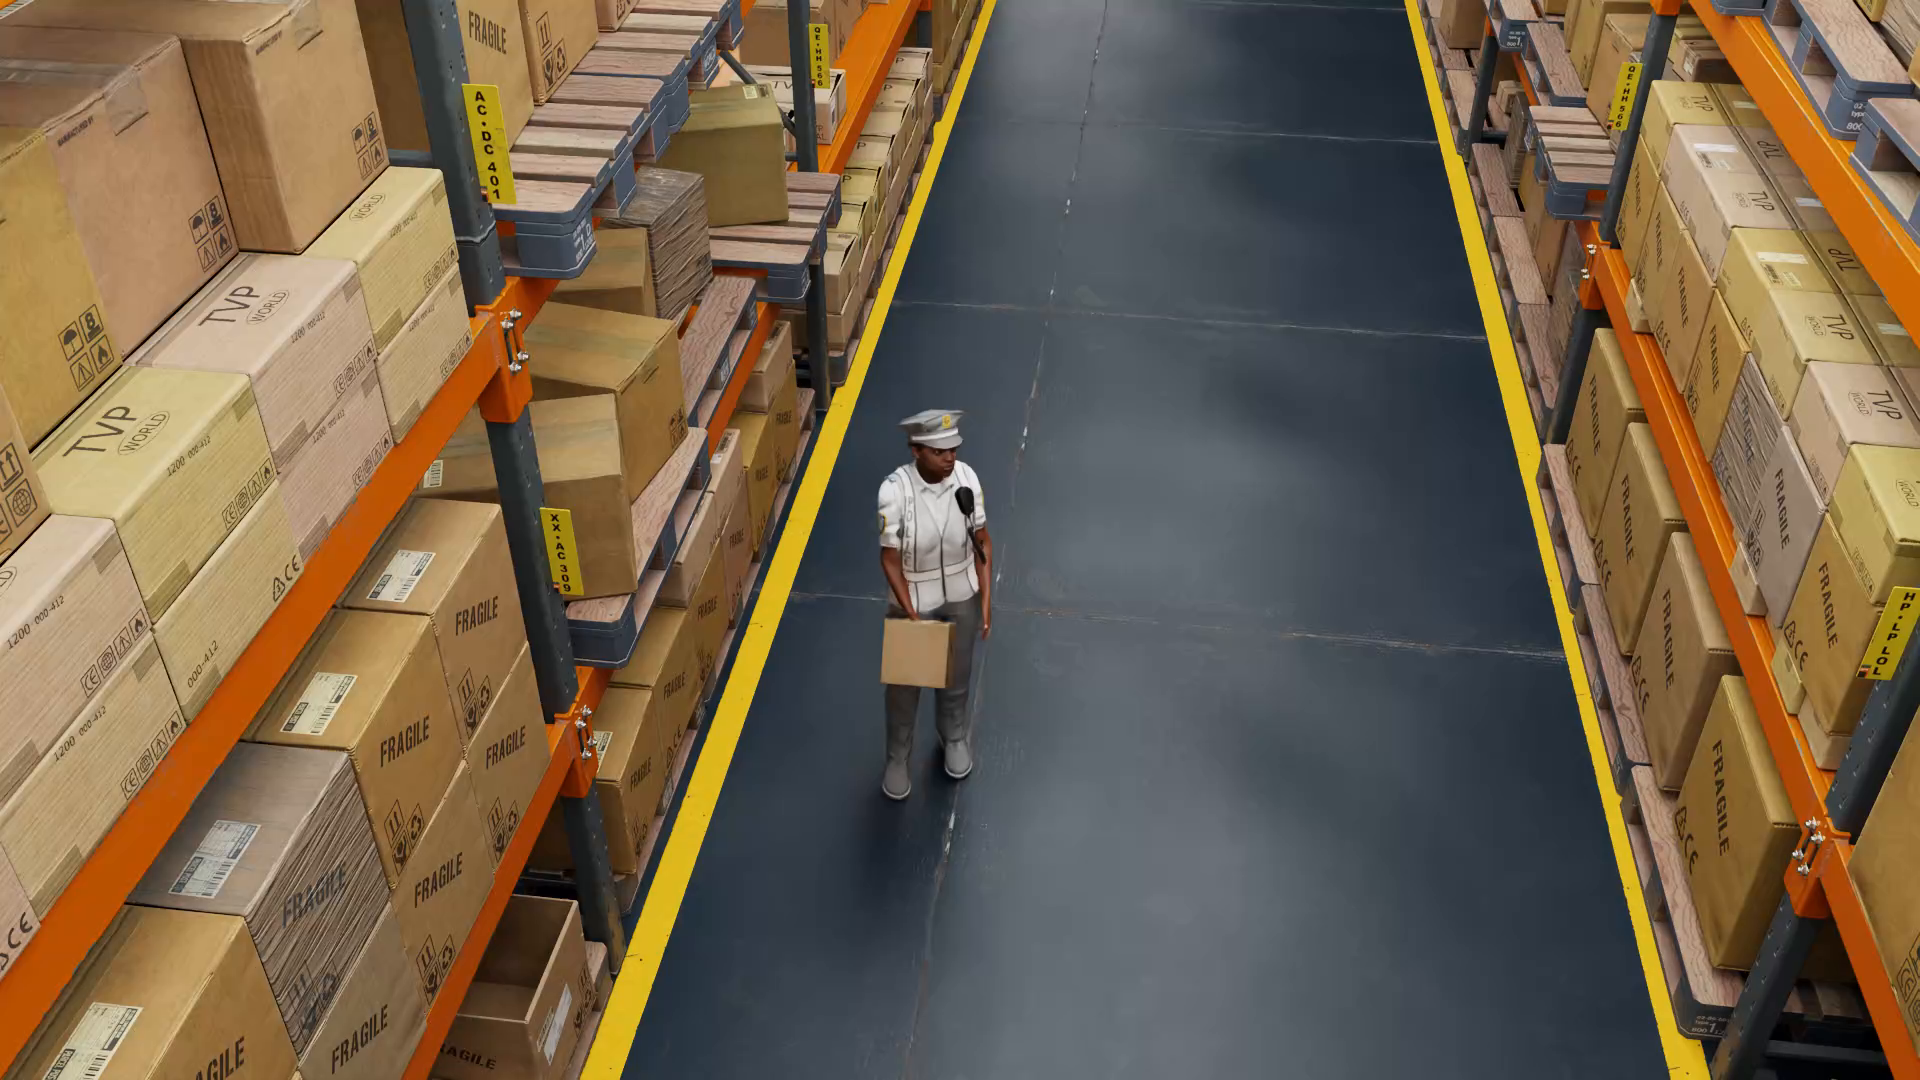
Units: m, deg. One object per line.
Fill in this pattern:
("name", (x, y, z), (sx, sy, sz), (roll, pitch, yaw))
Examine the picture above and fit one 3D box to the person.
("person", (-0.120, 0.249, 6.658), (0.542, 1.700, 0.475), (-14, 39, -18))
